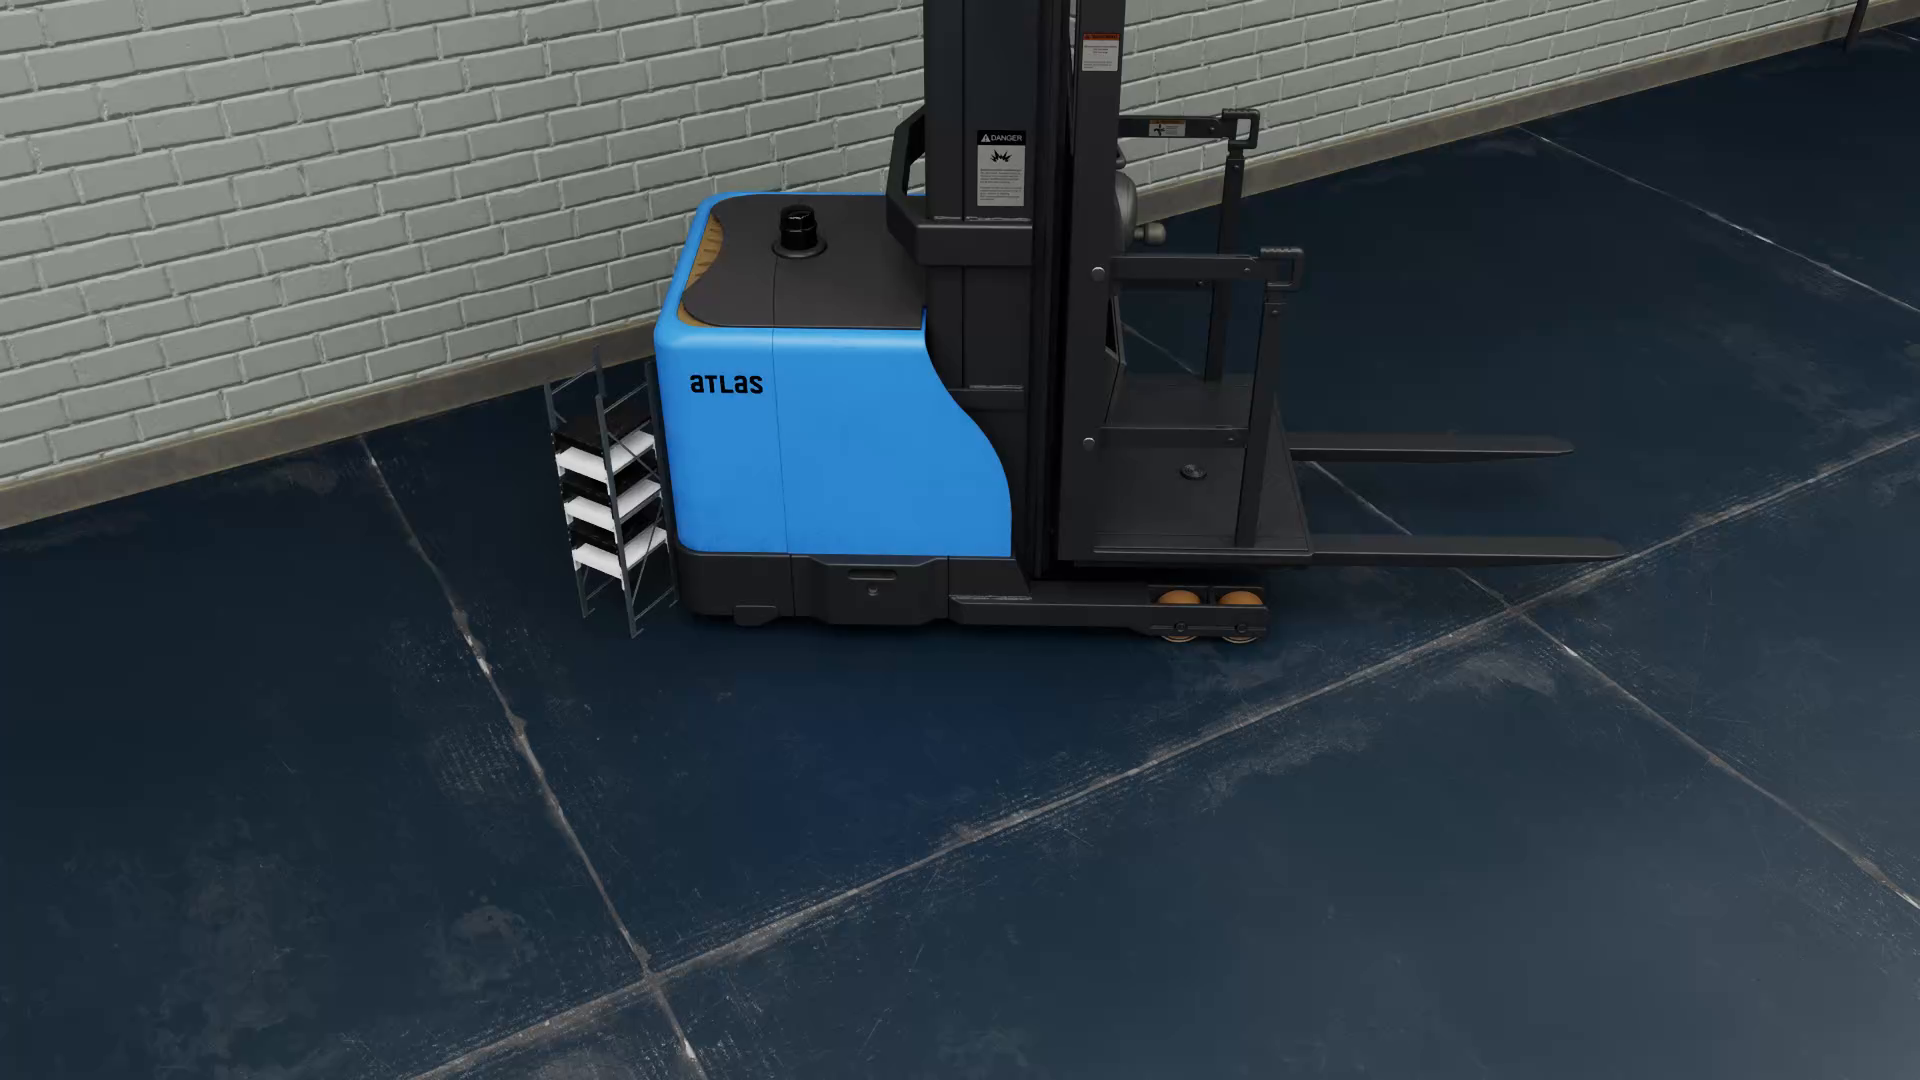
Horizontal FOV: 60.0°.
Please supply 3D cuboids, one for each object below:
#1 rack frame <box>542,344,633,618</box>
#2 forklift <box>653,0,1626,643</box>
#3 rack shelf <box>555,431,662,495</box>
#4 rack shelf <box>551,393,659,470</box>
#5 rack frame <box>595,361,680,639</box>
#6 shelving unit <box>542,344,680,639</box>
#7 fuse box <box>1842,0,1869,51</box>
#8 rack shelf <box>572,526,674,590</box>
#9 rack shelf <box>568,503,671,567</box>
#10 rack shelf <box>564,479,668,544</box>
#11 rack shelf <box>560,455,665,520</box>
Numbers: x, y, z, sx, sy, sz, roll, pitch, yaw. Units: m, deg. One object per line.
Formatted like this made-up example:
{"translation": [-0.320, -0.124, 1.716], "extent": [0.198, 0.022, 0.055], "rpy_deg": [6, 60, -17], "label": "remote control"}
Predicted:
{"translation": [-1.160, -0.170, 5.220], "extent": [0.006, 0.900, 0.240], "rpy_deg": [20, 40, 25], "label": "rack frame"}
{"translation": [0.623, -1.174, 4.873], "extent": [3.031, 2.935, 1.130], "rpy_deg": [1, 36, 1], "label": "forklift"}
{"translation": [-1.073, -0.258, 5.091], "extent": [0.200, 0.077, 0.258], "rpy_deg": [20, 40, 25], "label": "rack shelf"}
{"translation": [-1.073, -0.330, 5.038], "extent": [0.200, 0.077, 0.258], "rpy_deg": [20, 40, 25], "label": "rack shelf"}
{"translation": [-0.986, -0.108, 5.135], "extent": [0.006, 0.900, 0.240], "rpy_deg": [20, 40, 25], "label": "rack frame"}
{"translation": [-1.073, -0.139, 5.178], "extent": [0.210, 0.900, 0.258], "rpy_deg": [20, 40, 25], "label": "shelving unit"}
{"translation": [5.184, -3.528, 9.129], "extent": [0.539, 1.711, 0.414], "rpy_deg": [-19, 40, -24], "label": "fuse box"}
{"translation": [-1.073, 0.033, 5.304], "extent": [0.200, 0.077, 0.258], "rpy_deg": [20, 40, 25], "label": "rack shelf"}
{"translation": [-1.073, -0.040, 5.251], "extent": [0.200, 0.077, 0.258], "rpy_deg": [20, 40, 25], "label": "rack shelf"}
{"translation": [-1.073, -0.112, 5.197], "extent": [0.200, 0.077, 0.258], "rpy_deg": [20, 40, 25], "label": "rack shelf"}
{"translation": [-1.073, -0.185, 5.144], "extent": [0.200, 0.077, 0.258], "rpy_deg": [20, 40, 25], "label": "rack shelf"}
